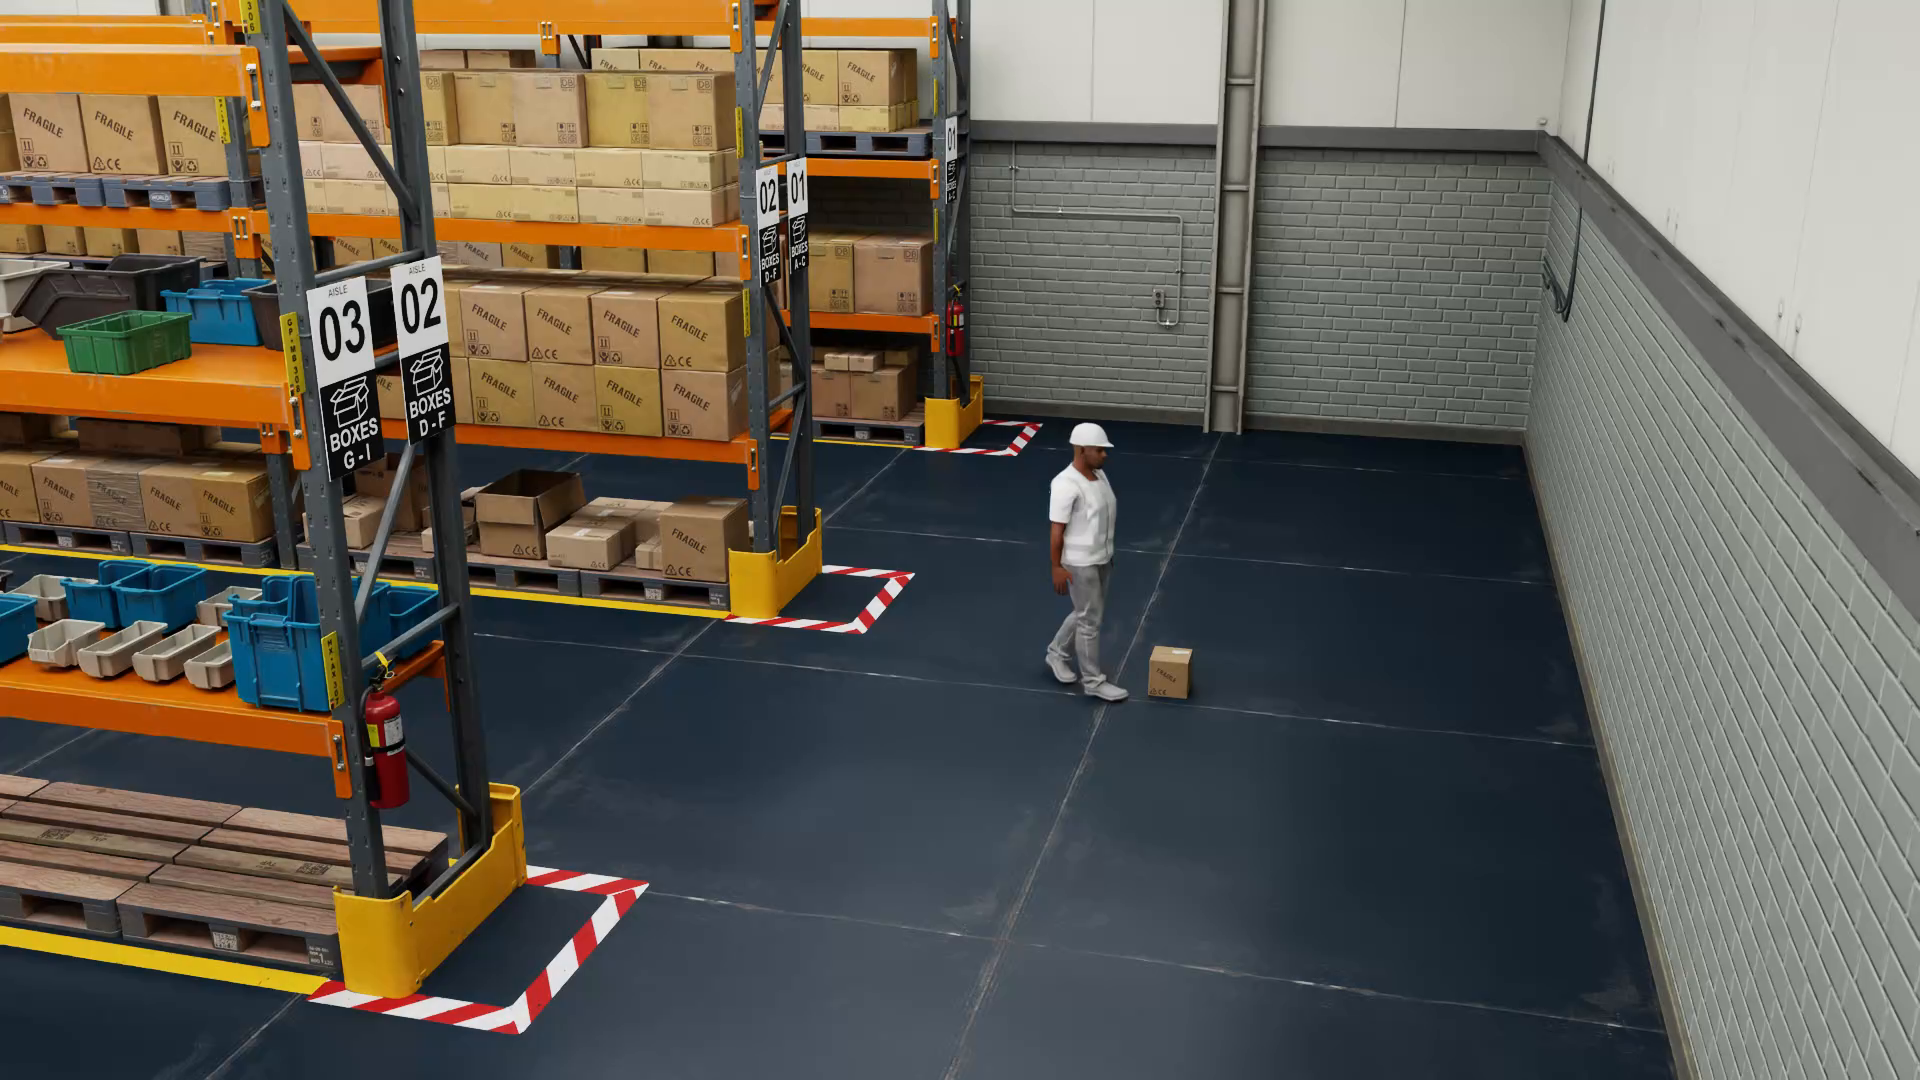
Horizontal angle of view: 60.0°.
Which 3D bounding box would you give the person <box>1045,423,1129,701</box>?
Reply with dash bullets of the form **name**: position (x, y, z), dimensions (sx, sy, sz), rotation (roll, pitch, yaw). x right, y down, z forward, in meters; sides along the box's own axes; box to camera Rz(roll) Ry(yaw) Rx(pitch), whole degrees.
- **person**: position (0.818, 0.129, 10.618), dimensions (0.693, 1.762, 0.606), rotation (10, 21, 29)
